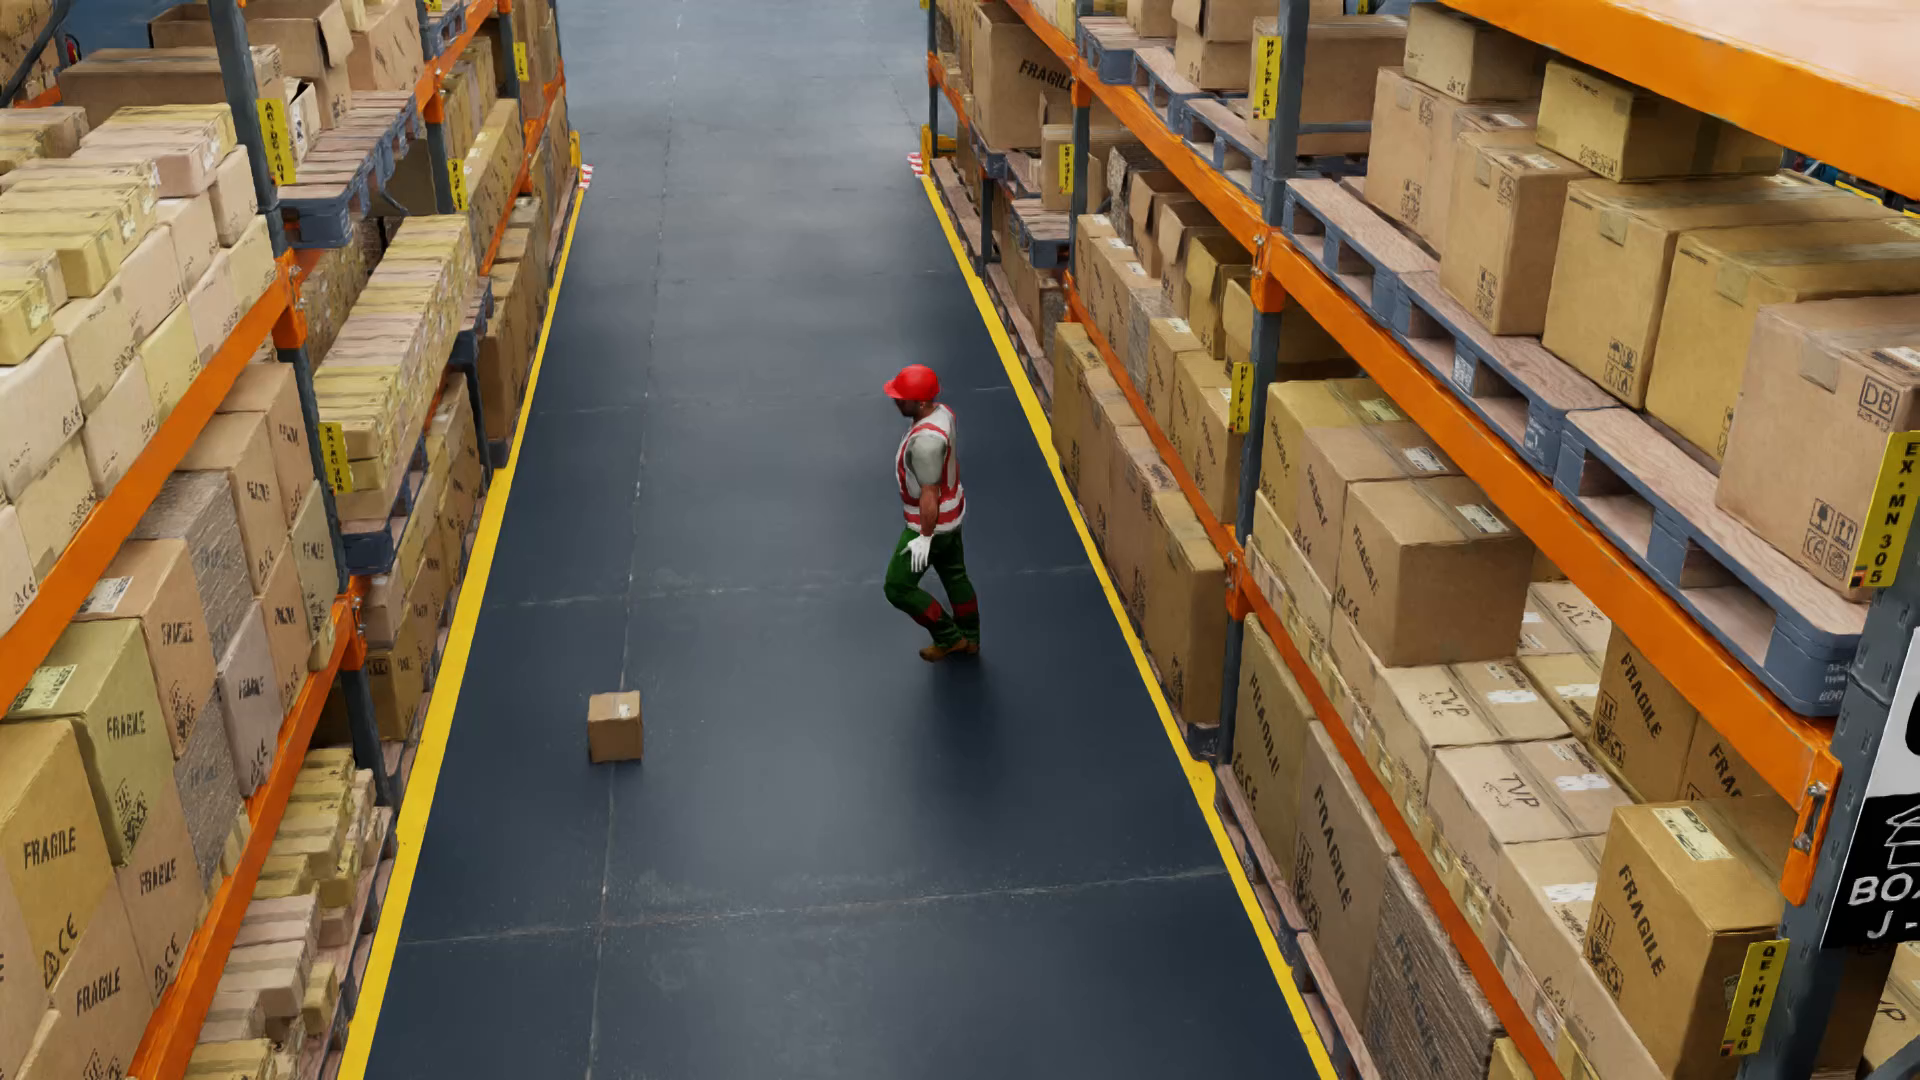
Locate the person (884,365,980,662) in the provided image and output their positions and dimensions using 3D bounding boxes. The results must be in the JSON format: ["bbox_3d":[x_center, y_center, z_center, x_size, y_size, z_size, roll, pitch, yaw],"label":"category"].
[{"bbox_3d":[-0.146,-0.108,8.754,0.473,1.765,0.652,4,27,7],"label":"person"}]
